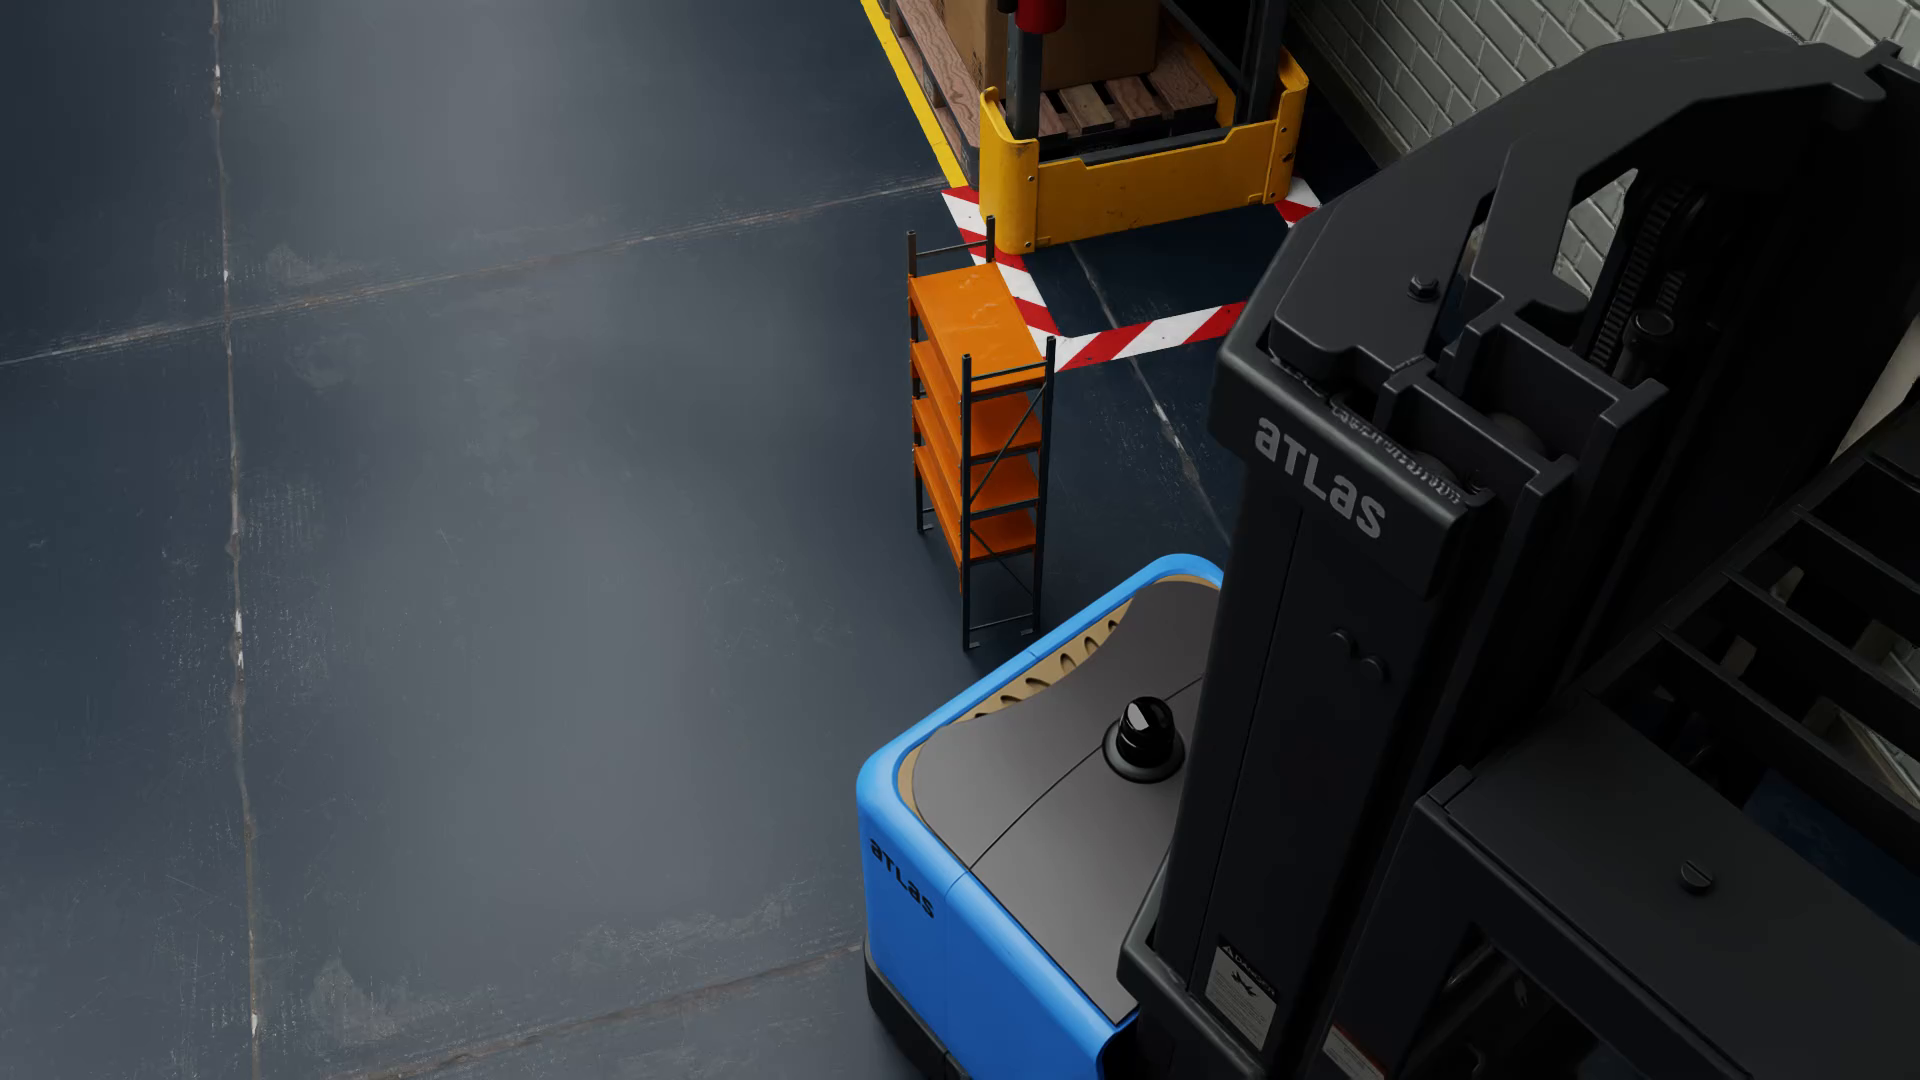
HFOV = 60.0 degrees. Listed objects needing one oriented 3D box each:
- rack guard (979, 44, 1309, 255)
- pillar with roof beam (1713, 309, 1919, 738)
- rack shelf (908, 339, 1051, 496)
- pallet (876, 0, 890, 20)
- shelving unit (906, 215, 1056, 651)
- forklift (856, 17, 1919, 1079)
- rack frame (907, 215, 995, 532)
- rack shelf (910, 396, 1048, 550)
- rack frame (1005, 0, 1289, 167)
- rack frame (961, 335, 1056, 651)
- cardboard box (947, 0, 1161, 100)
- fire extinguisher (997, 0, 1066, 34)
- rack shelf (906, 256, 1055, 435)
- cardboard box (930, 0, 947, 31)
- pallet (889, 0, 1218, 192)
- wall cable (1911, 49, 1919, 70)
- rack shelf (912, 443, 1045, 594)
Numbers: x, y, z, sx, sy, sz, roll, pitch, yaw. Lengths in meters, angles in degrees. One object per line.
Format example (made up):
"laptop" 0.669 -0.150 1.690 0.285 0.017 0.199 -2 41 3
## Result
"rack guard" 0.665 -1.457 6.152 1.175 0.500 0.348 -13 51 -11
"pillar with roof beam" -1.830 -1.465 0.599 9.100 9.000 0.400 -13 51 -11
"rack shelf" 0.049 -0.367 4.570 0.258 0.148 0.480 -13 51 -11
"pallet" -0.011 -2.838 7.504 1.003 0.211 1.213 -13 51 -11
"shelving unit" 0.049 -0.266 4.689 0.258 1.200 0.503 -13 51 -11
"forklift" 1.094 0.855 2.612 1.130 2.935 3.031 -32 57 -24
"rack frame" -0.023 -0.444 4.840 0.240 1.200 0.015 -13 51 -11
"rack shelf" 0.049 -0.222 4.741 0.258 0.148 0.480 -13 51 -11
"rack frame" 0.658 -2.281 5.211 1.000 3.000 0.127 -13 51 -11
"rack frame" 0.121 -0.088 4.539 0.240 1.200 0.015 -13 51 -11
"cardboard box" 0.355 -2.099 6.418 0.700 0.500 0.500 -13 51 -11
"fire extinguisher" 0.261 -1.921 5.202 0.296 0.674 0.183 -13 51 -11
"rack shelf" 0.049 -0.519 4.389 0.258 0.148 0.480 -13 51 -11
"cardboard box" 0.207 -2.464 6.726 0.700 0.500 0.500 -13 51 -11
"pallet" 0.346 -1.948 6.754 1.003 0.211 1.213 -13 51 -11
"wall cable" 1.940 -1.887 4.214 0.084 1.984 1.851 -13 51 -11
"rack shelf" 0.049 -0.094 4.893 0.258 0.148 0.480 -13 51 -11
